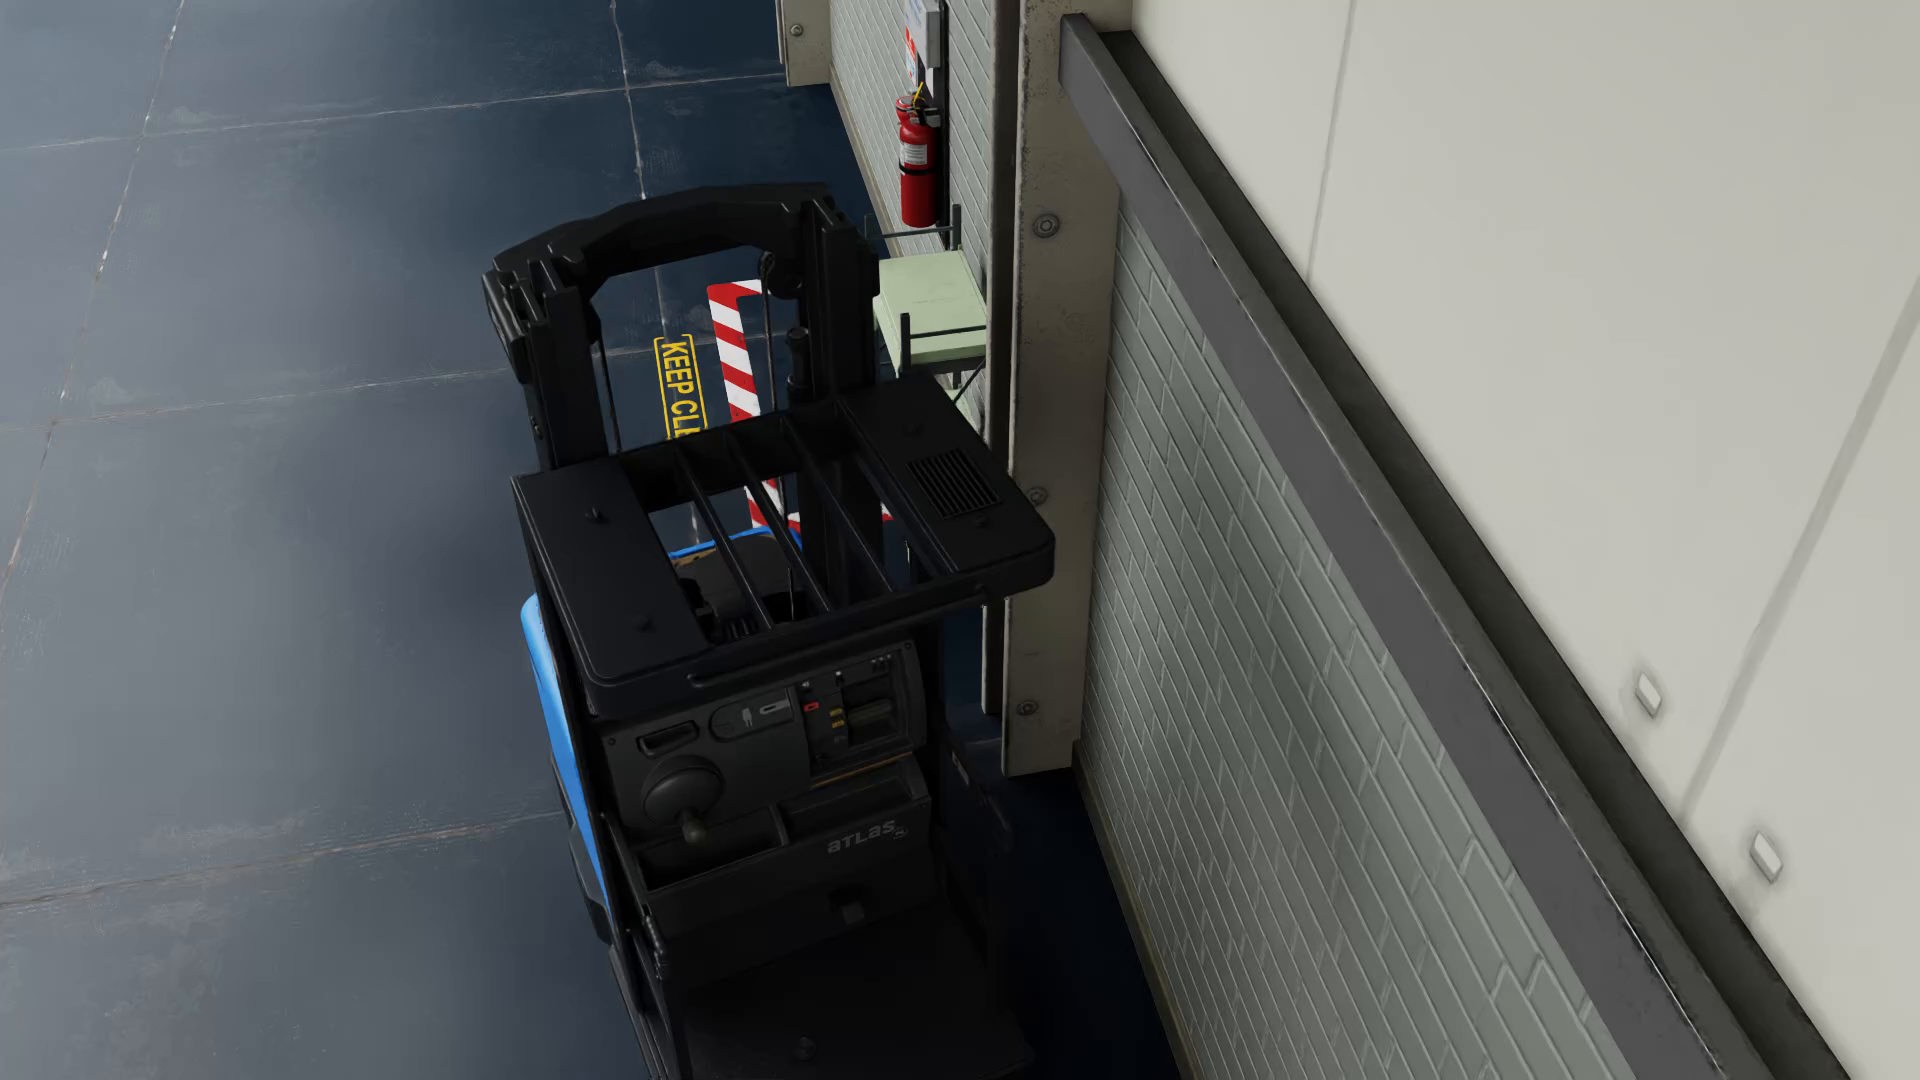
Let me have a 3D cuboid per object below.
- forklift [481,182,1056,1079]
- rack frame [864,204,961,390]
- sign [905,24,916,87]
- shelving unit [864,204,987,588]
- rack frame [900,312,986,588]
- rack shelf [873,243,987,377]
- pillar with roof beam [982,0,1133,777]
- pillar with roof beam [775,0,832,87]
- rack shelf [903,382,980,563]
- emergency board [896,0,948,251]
[{"bbox_3d":[-0.451,0.650,4.591,1.130,2.935,3.031,-17,44,-18],"label":"forklift"},{"bbox_3d":[-0.192,-0.784,7.285,0.400,1.500,0.023,-9,42,-10],"label":"rack frame"},{"bbox_3d":[-0.235,-2.340,7.881,0.001,0.329,0.234,-8,42,-9],"label":"sign"},{"bbox_3d":[-0.110,-0.547,7.018,0.431,1.500,0.755,-9,42,-10],"label":"shelving unit"},{"bbox_3d":[-0.028,-0.310,6.752,0.400,1.500,0.023,-9,42,-10],"label":"rack frame"},{"bbox_3d":[-0.110,-0.839,6.759,0.431,0.370,0.720,-9,42,-10],"label":"rack shelf"},{"bbox_3d":[-3.924,-1.972,2.975,9.100,9.000,0.400,-8,42,-9],"label":"pillar with roof beam"},{"bbox_3d":[-5.219,-5.862,7.357,9.100,9.000,0.400,-8,42,-9],"label":"pillar with roof beam"},{"bbox_3d":[-0.110,-0.304,7.235,0.431,0.370,0.720,-9,42,-10],"label":"rack shelf"},{"bbox_3d":[-0.216,-1.953,7.472,0.194,1.169,0.643,-8,42,-9],"label":"emergency board"}]
